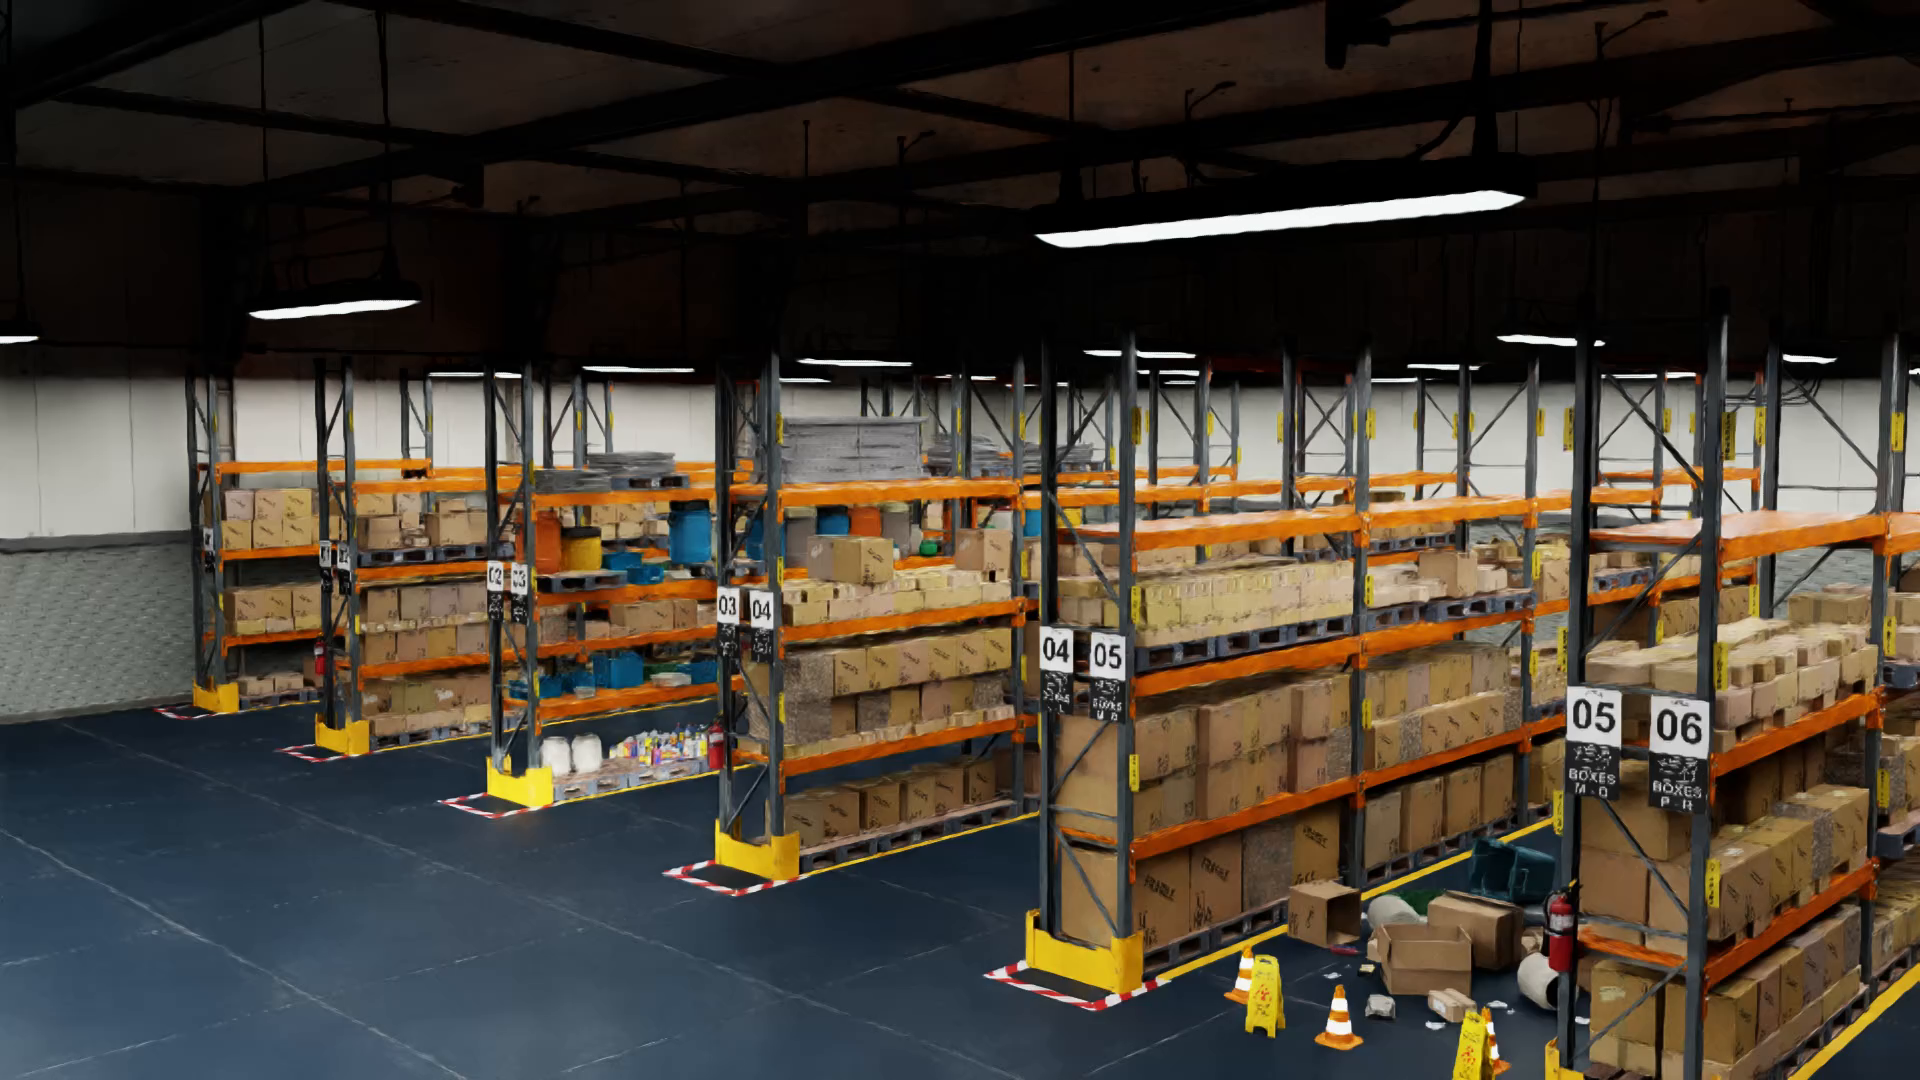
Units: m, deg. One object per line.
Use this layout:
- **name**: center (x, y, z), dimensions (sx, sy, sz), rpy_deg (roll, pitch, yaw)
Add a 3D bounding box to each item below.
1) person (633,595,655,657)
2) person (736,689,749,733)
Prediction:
- **person**: center (-6.001, 1.825, 31.784), dimensions (0.504, 1.788, 0.640), rpy_deg (1, 4, 13)
- **person**: center (-3.590, 2.381, 26.357), dimensions (0.845, 1.527, 0.422), rpy_deg (-2, 5, -26)
